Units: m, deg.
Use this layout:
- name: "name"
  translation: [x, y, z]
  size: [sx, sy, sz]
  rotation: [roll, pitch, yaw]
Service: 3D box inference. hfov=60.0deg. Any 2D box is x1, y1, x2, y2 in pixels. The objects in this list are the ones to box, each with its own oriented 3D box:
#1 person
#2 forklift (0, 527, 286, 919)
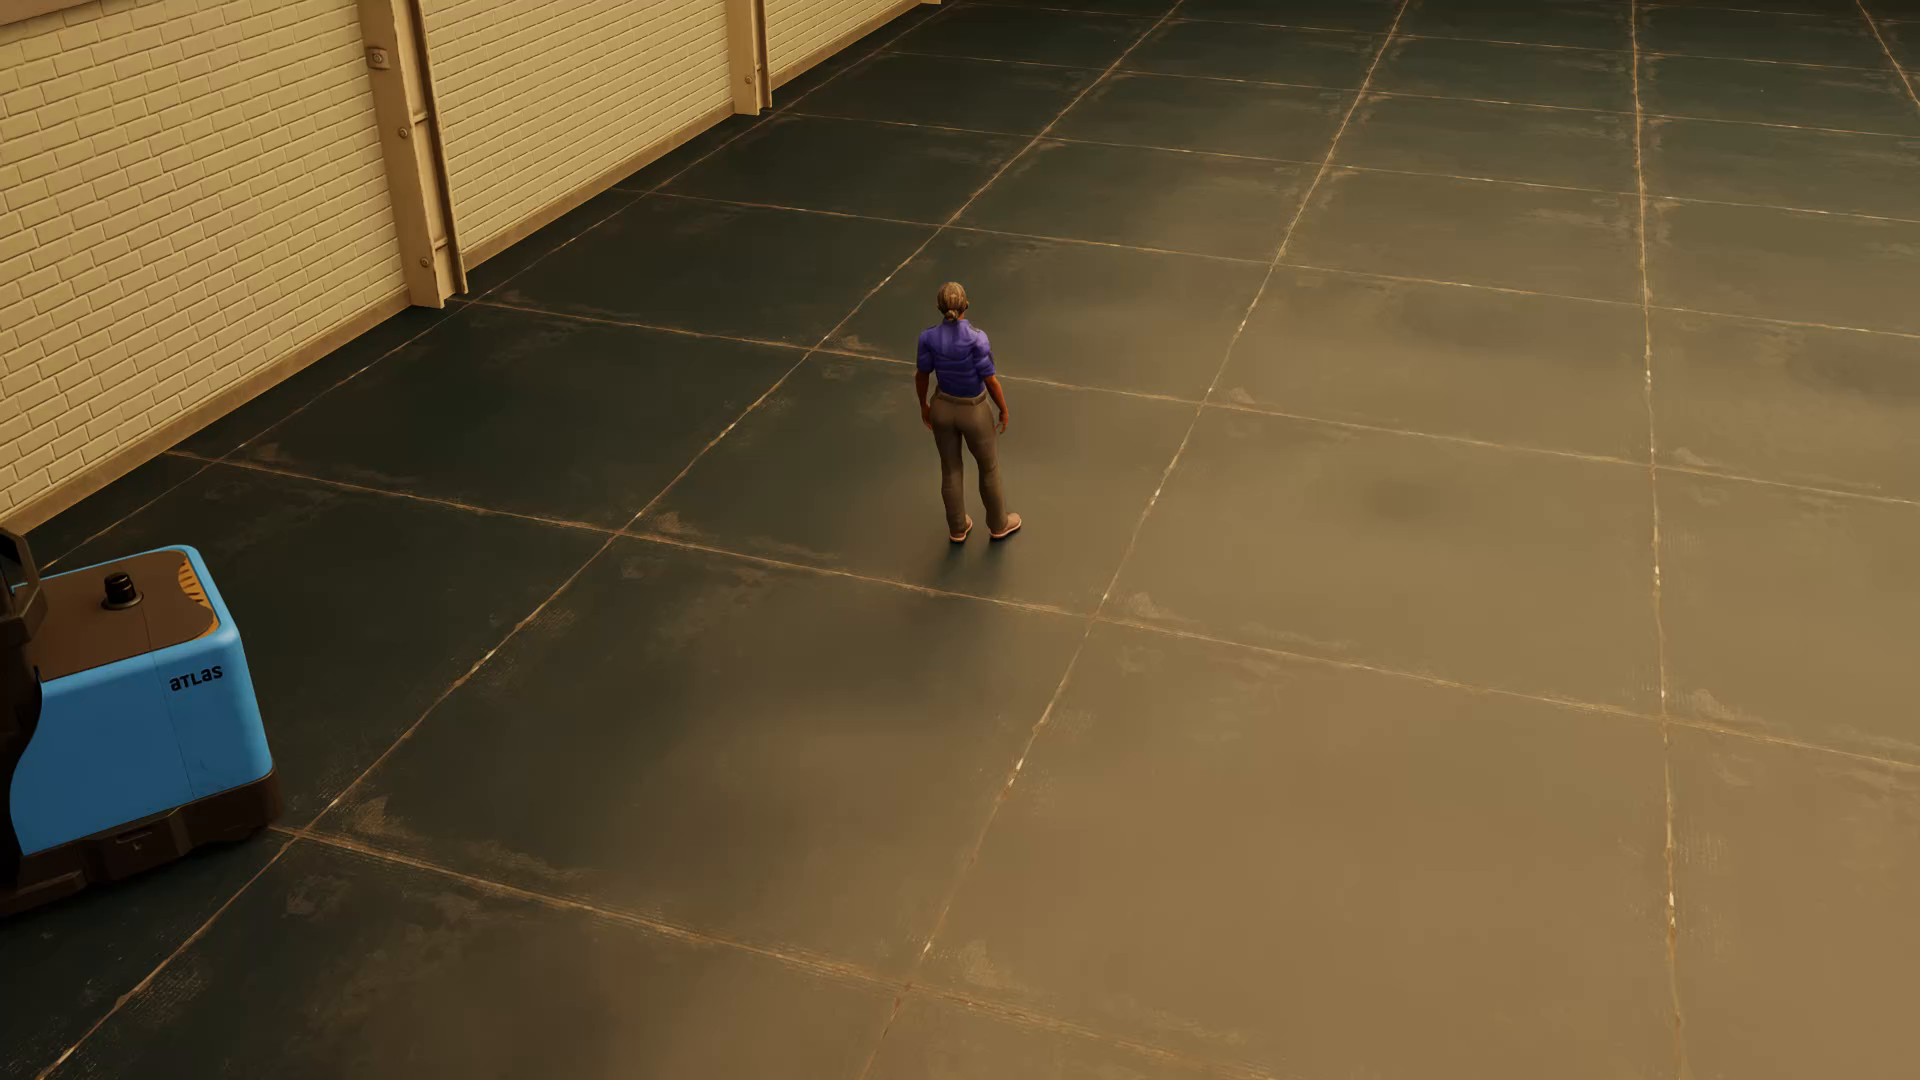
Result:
- name: "person"
  translation: [0.047, -0.723, 9.772]
  size: [0.569, 1.564, 0.503]
  rotation: [10, 31, 16]
- name: "forklift"
  translation: [-4.656, 0.258, 6.684]
  size: [3.031, 2.935, 1.130]
  rotation: [-18, 34, -28]
